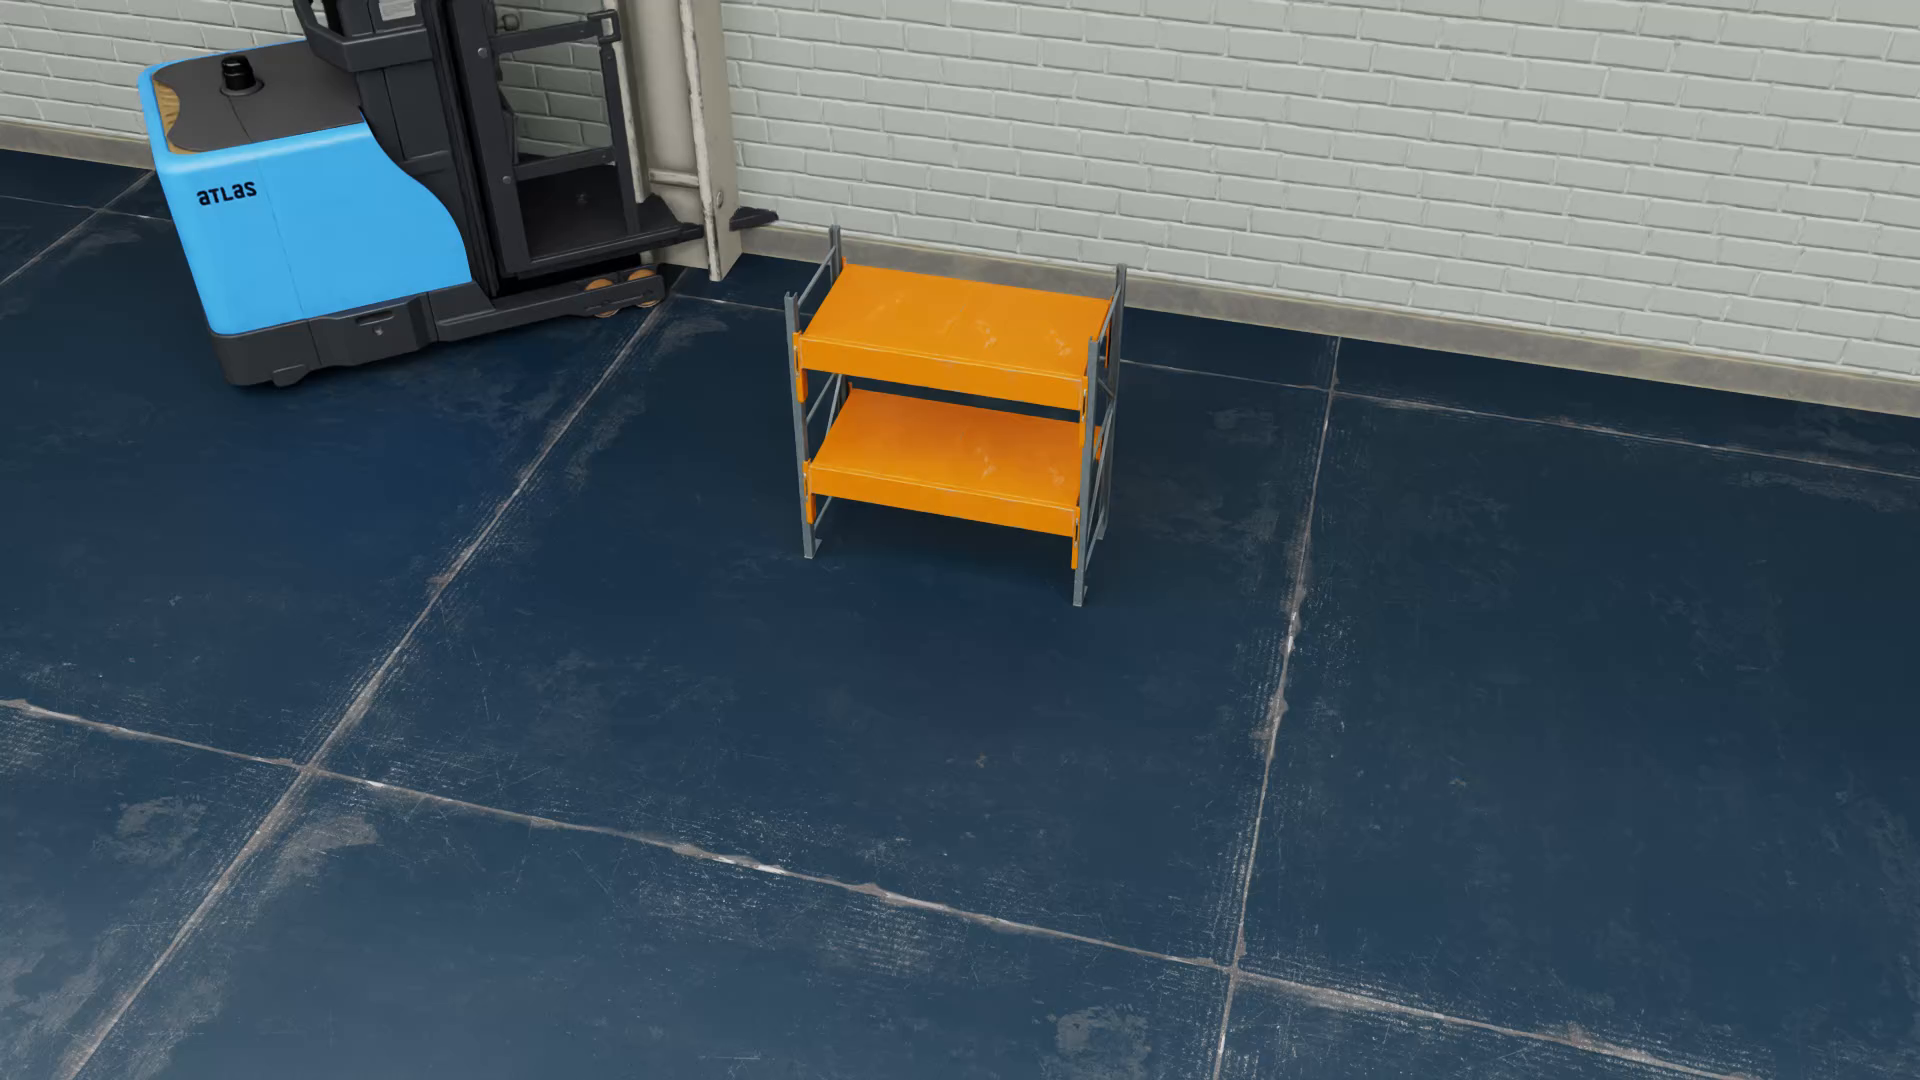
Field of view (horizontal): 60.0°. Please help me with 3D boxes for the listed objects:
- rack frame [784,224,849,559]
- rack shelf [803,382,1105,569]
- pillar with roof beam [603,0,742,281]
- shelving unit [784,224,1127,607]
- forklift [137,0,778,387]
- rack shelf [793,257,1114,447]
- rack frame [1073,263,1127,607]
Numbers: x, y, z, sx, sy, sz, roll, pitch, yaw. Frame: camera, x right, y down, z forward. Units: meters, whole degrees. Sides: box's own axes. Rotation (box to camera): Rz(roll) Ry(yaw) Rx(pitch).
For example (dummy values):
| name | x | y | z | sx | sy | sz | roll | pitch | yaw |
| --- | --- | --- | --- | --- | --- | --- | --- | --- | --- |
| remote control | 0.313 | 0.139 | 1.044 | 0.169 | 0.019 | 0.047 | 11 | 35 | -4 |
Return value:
| name | x | y | z | sx | sy | sz | roll | pitch | yaw |
| --- | --- | --- | --- | --- | --- | --- | --- | --- | --- |
| rack frame | -0.498 | -0.516 | 5.990 | 0.032 | 1.125 | 0.500 | 10 | 41 | 11 |
| rack shelf | -0.007 | -0.245 | 6.047 | 1.000 | 0.278 | 0.538 | 10 | 41 | 11 |
| pillar with roof beam | -2.368 | -2.091 | 1.743 | 0.400 | 9.000 | 9.100 | 10 | 41 | 11 |
| shelving unit | -0.007 | -0.432 | 5.890 | 1.048 | 1.125 | 0.538 | 10 | 41 | 11 |
| forklift | -1.884 | -2.406 | 6.836 | 3.031 | 2.935 | 1.130 | -17 | 43 | -19 |
| rack shelf | -0.007 | -0.656 | 5.701 | 1.000 | 0.278 | 0.538 | 10 | 41 | 11 |
| rack frame | 0.485 | -0.347 | 5.789 | 0.032 | 1.125 | 0.500 | 10 | 41 | 11 |
